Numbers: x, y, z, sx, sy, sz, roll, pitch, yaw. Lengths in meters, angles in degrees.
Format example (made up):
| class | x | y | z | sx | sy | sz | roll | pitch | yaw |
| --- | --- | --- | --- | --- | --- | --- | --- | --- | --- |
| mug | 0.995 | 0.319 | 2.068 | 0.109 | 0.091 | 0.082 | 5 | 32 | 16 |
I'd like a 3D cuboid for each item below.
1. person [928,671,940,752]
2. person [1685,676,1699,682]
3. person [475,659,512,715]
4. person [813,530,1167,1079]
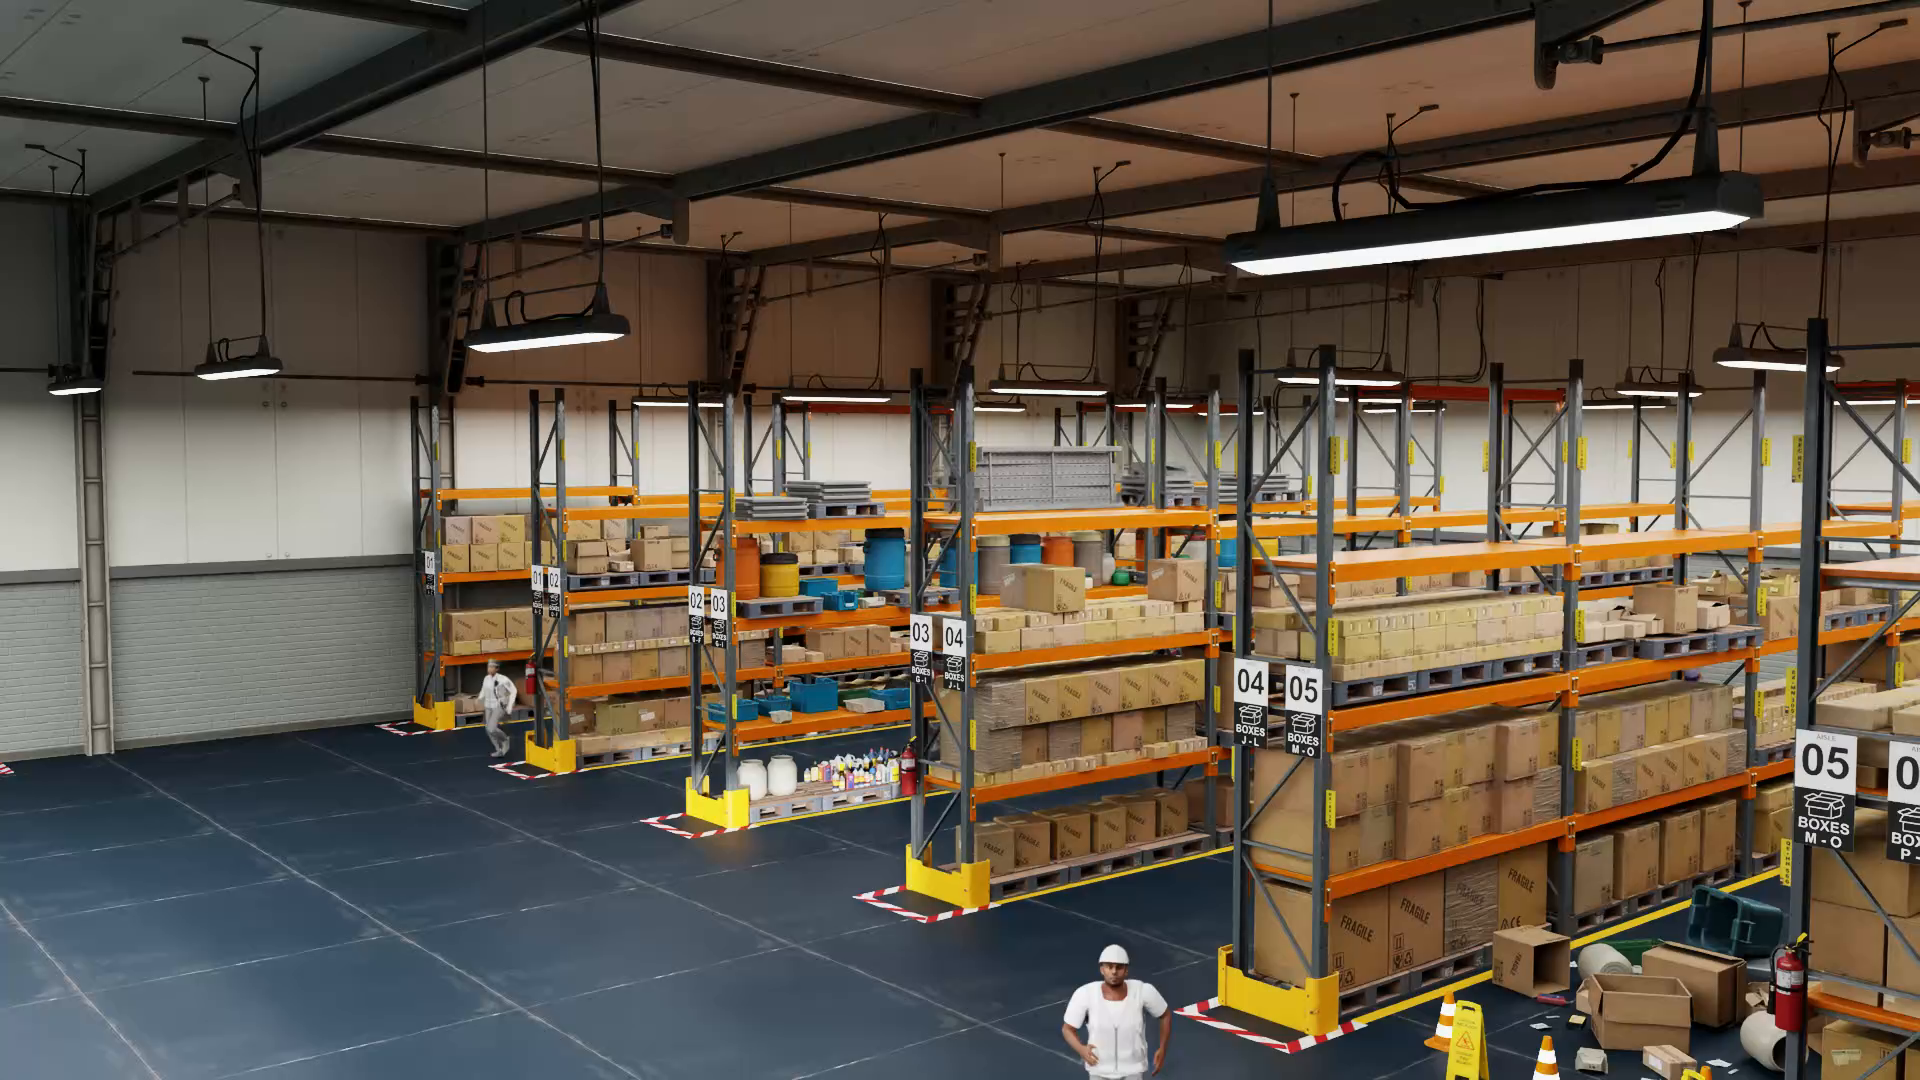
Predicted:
| class | x | y | z | sx | sy | sz | roll | pitch | yaw |
| --- | --- | --- | --- | --- | --- | --- | --- | --- | --- |
| person | -0.578 | 2.716 | 27.126 | 0.805 | 1.698 | 0.581 | -2 | 4 | -36 |
| person | 13.219 | 2.905 | 30.223 | 0.410 | 0.960 | 0.543 | -1 | 4 | -21 |
| person | 4.238 | 2.415 | 26.596 | 21.884 | 0.920 | 10.634 | 2 | 4 | 27 |
| person | -0.714 | 2.037 | 20.538 | 5.912 | 3.678 | 18.667 | 0 | 3 | 5 |
